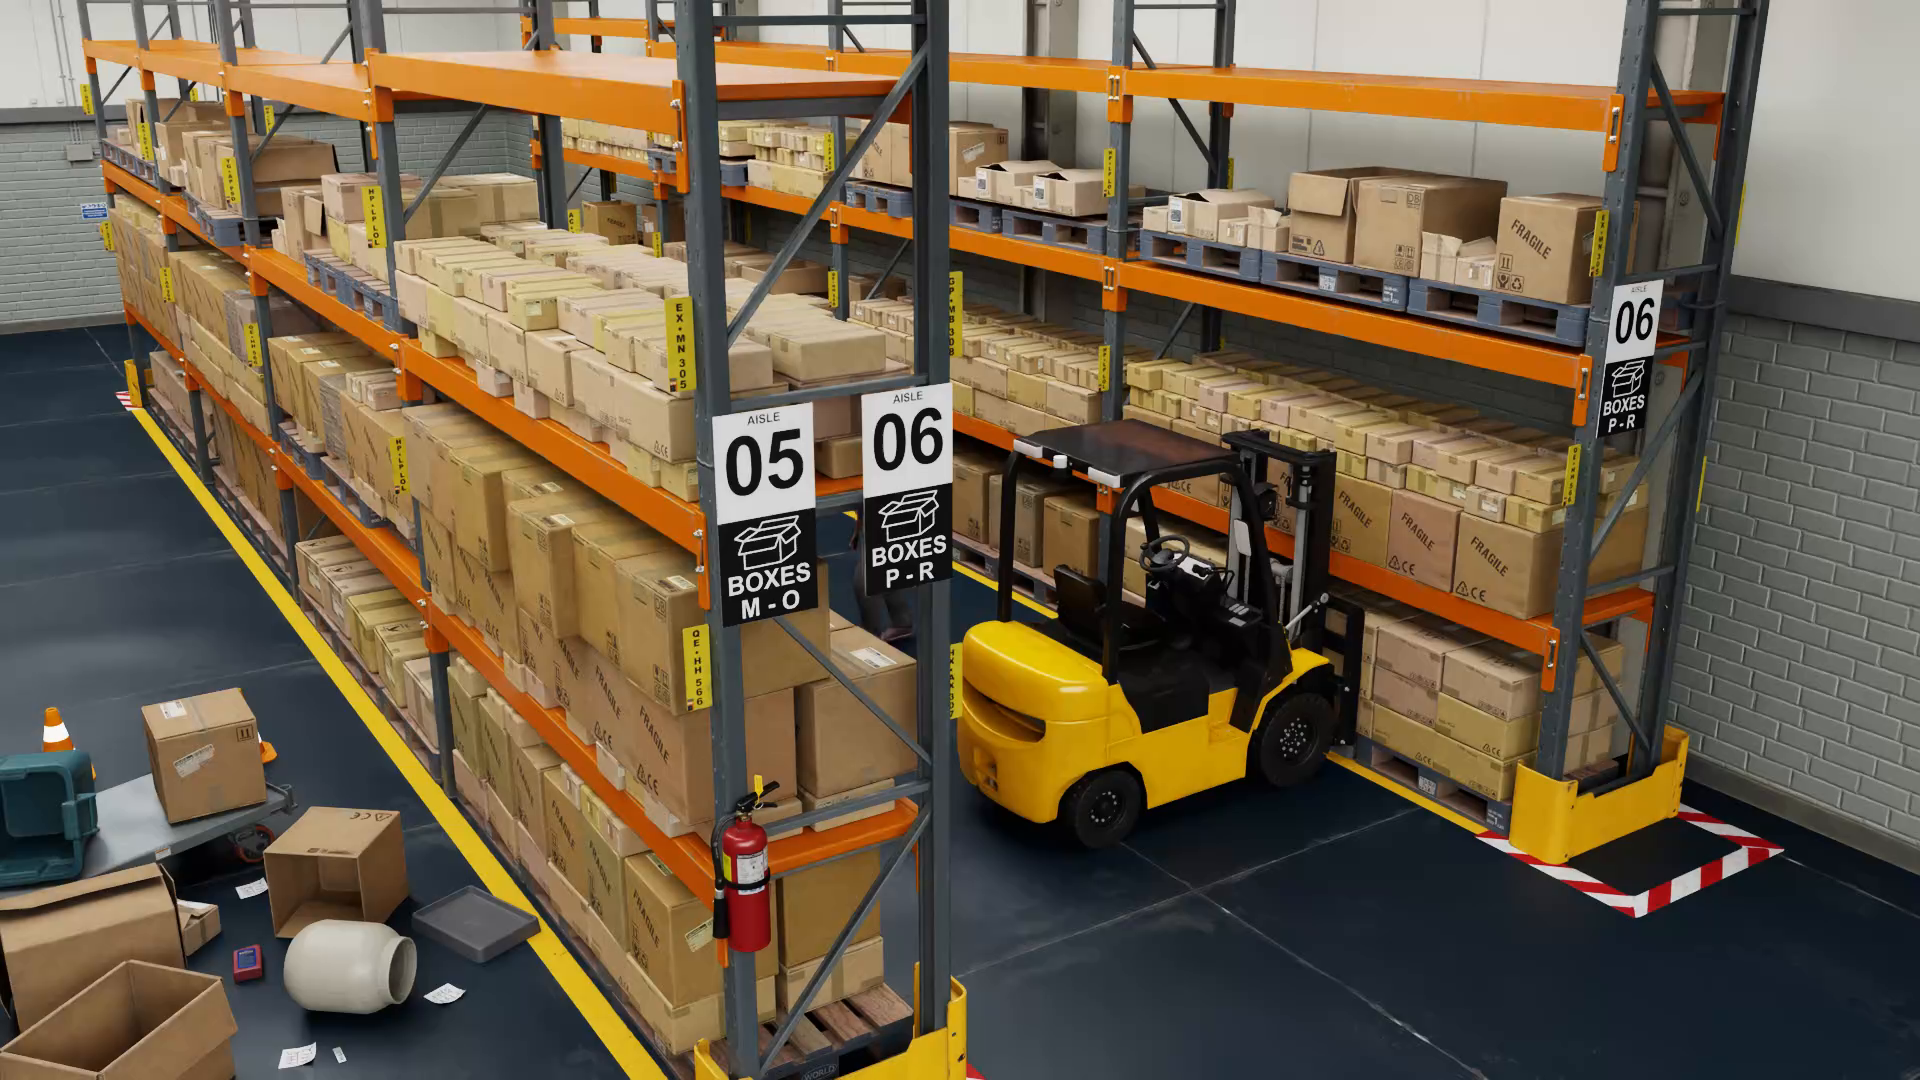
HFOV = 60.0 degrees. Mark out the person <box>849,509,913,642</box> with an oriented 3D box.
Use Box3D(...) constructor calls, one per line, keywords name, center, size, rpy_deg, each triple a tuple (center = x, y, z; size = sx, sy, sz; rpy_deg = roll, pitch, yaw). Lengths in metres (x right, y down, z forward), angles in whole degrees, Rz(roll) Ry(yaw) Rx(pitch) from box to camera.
Box3D(name="person", center=(-0.603, -0.006, 12.100), size=(0.530, 1.694, 0.465), rpy_deg=(-6, 19, -18))
